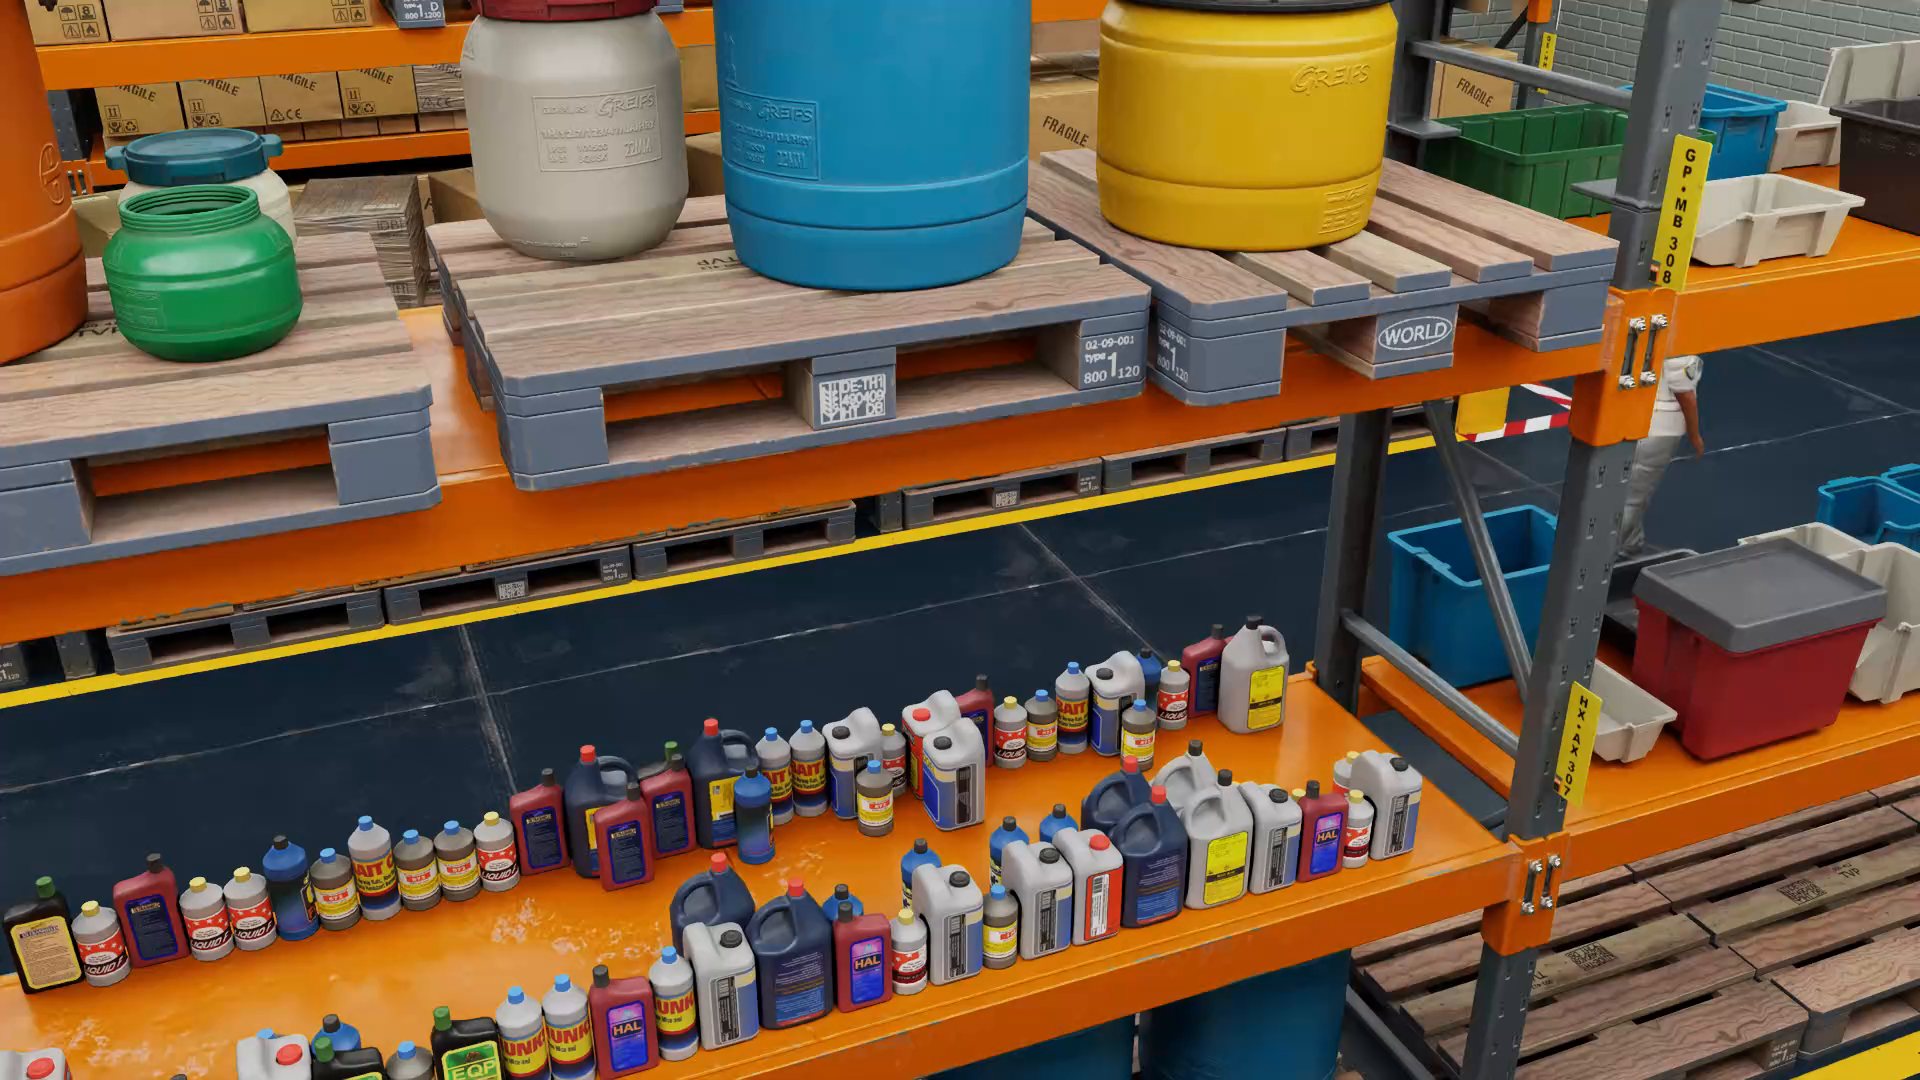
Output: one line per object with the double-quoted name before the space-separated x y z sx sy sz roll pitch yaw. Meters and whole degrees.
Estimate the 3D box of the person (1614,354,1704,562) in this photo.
"person" 3.412 -0.517 8.204 0.670 1.717 0.478 -10 28 -20
